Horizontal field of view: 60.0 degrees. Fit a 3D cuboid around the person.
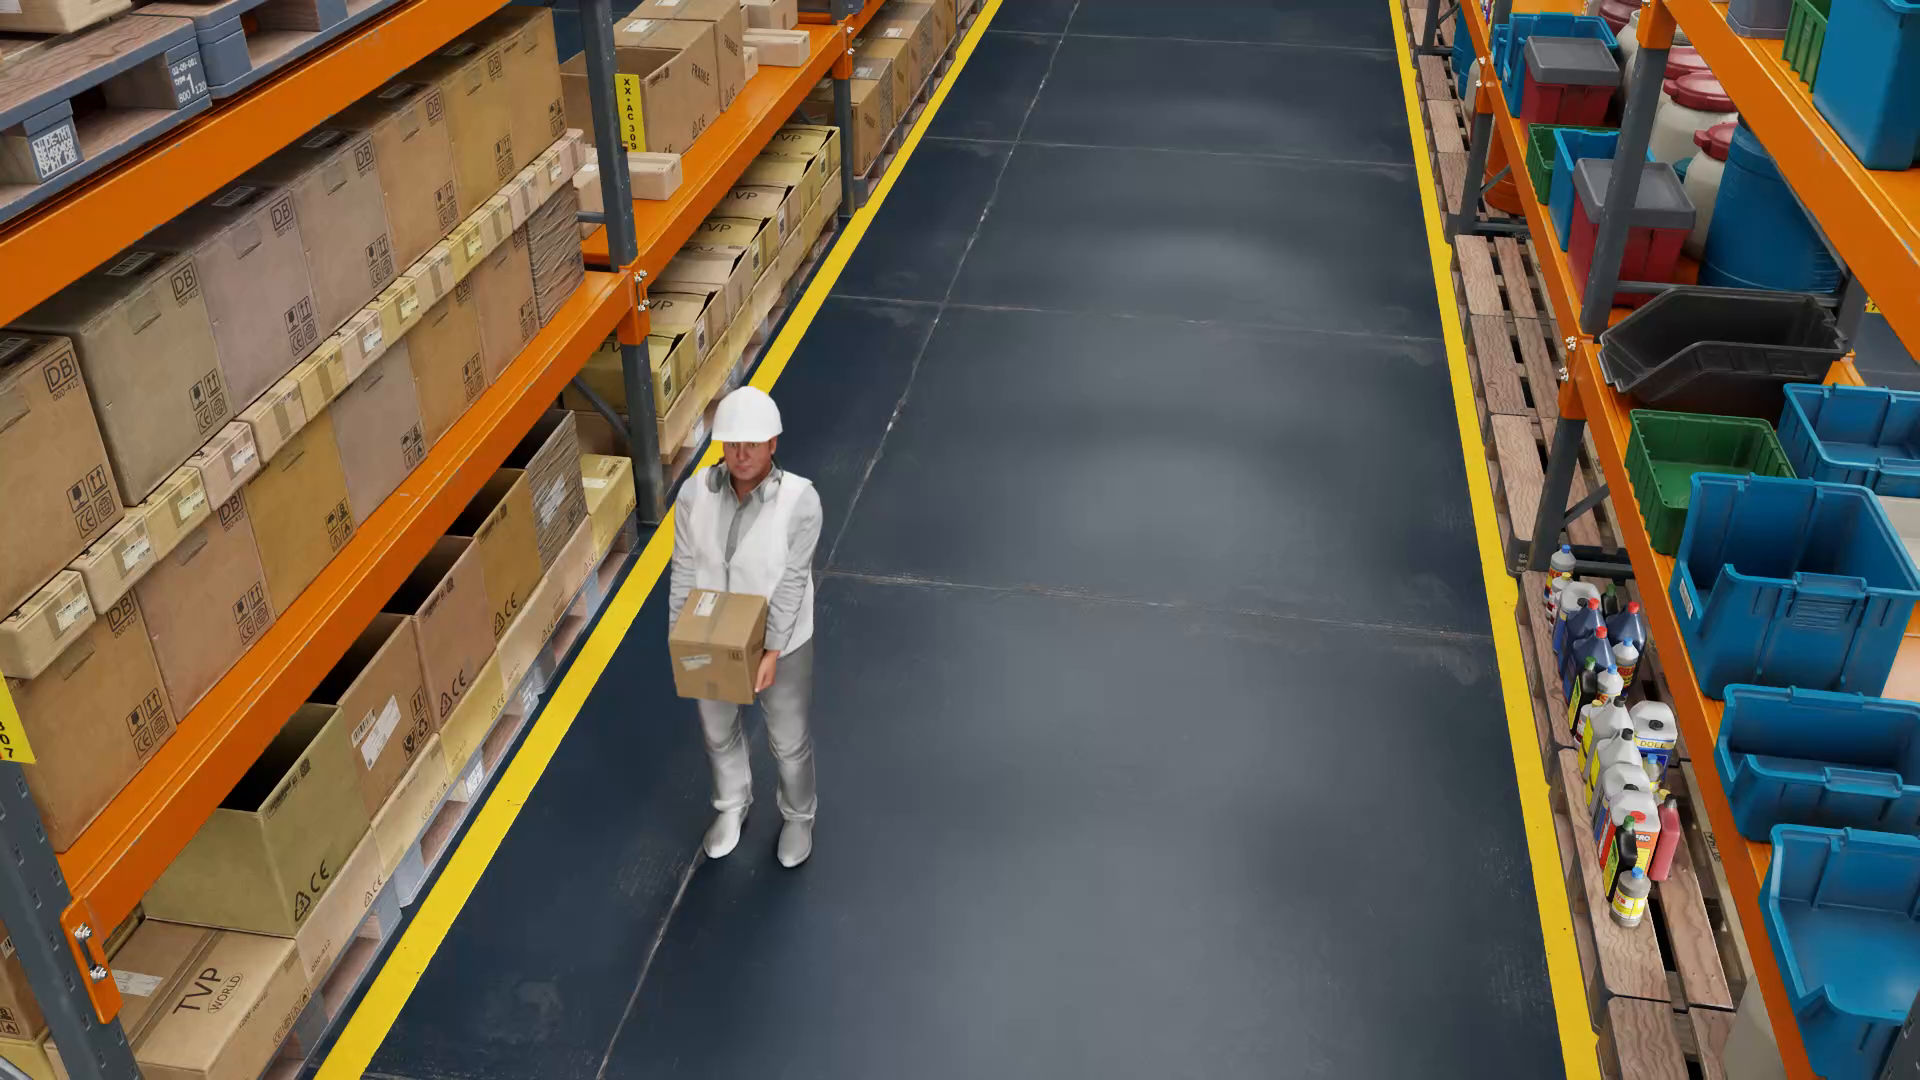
[{"bbox_3d":[-0.710,0.316,5.618,0.446,1.762,0.388,6,33,9],"label":"person"}]
